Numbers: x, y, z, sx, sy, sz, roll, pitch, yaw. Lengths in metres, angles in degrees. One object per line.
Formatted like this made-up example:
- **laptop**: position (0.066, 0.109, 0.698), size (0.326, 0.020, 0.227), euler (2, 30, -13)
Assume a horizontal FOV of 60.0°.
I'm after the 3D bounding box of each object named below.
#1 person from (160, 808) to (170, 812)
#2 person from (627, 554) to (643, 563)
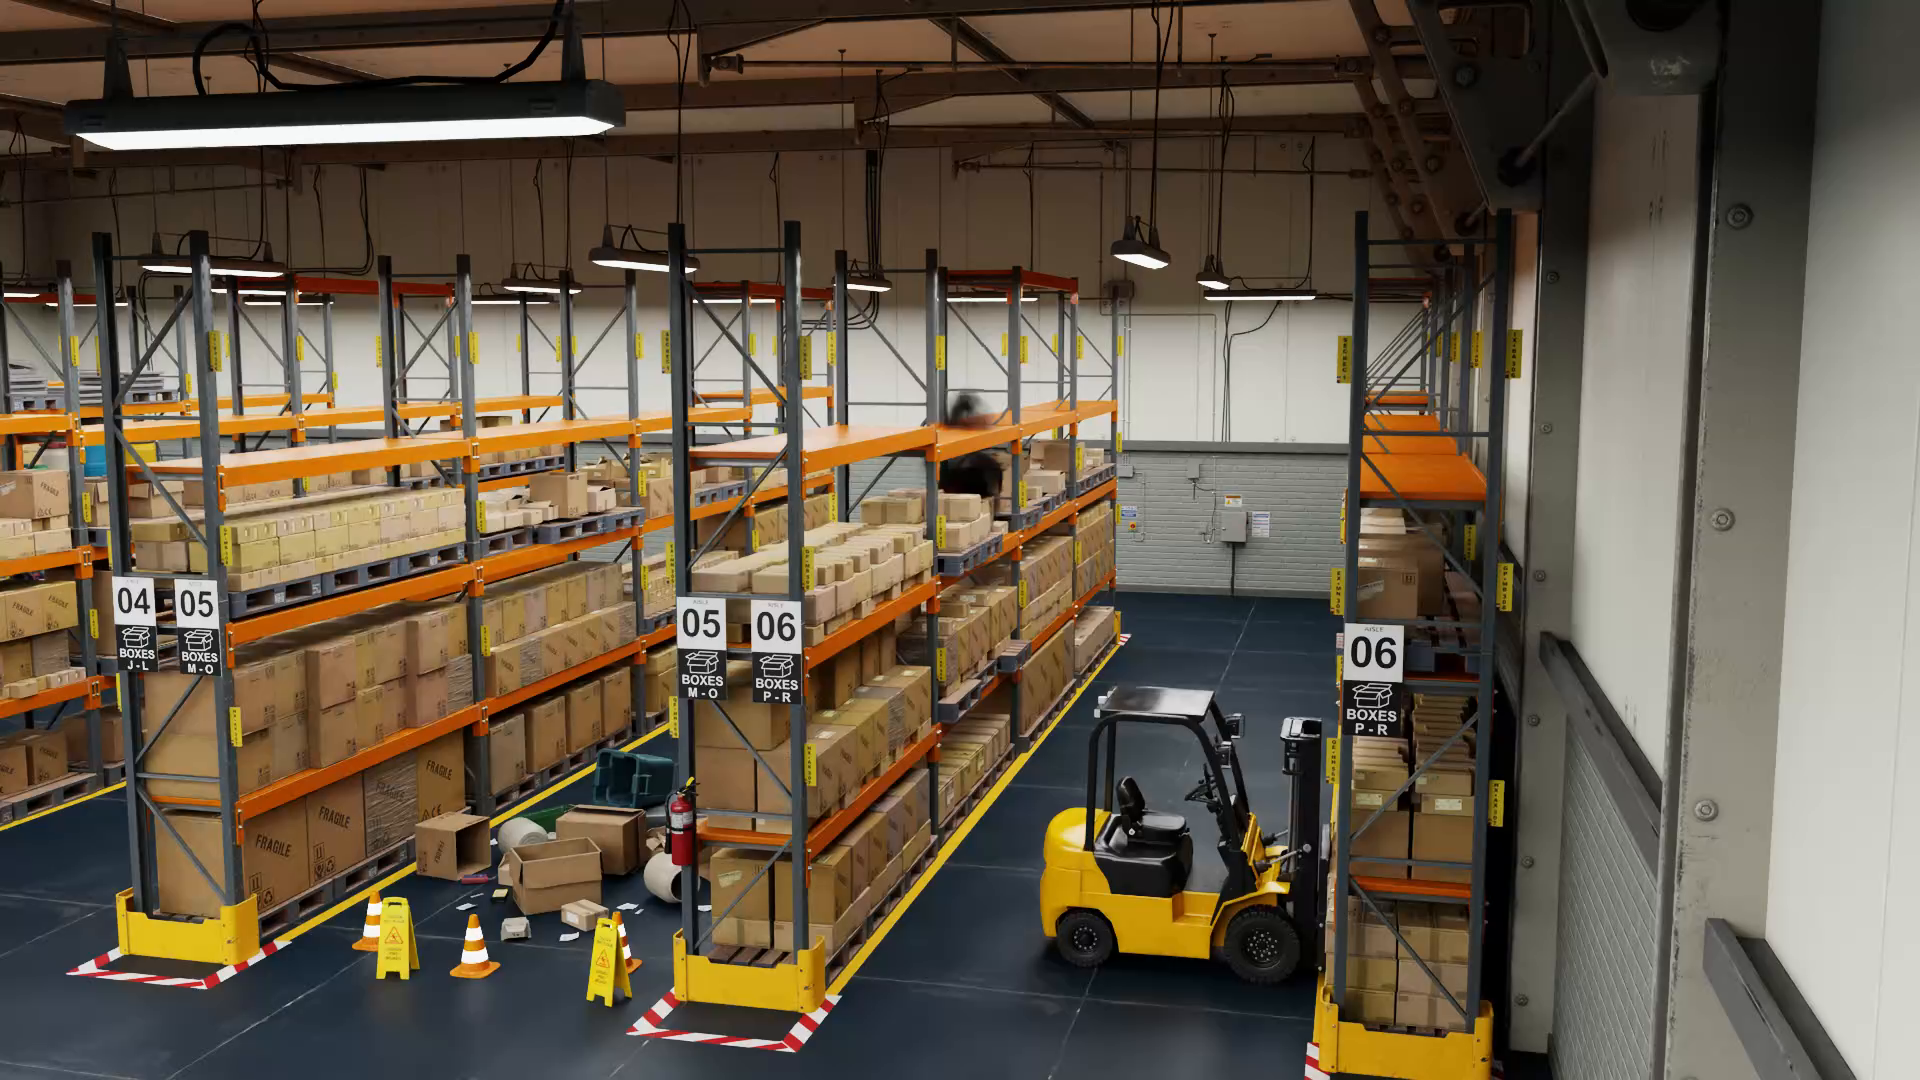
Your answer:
- **person**: position (-7.515, 2.362, 16.080), size (0.712, 1.739, 0.652), euler (2, 7, 13)
- **person**: position (-5.164, 1.059, 26.653), size (0.712, 1.729, 0.639), euler (3, 8, 22)
